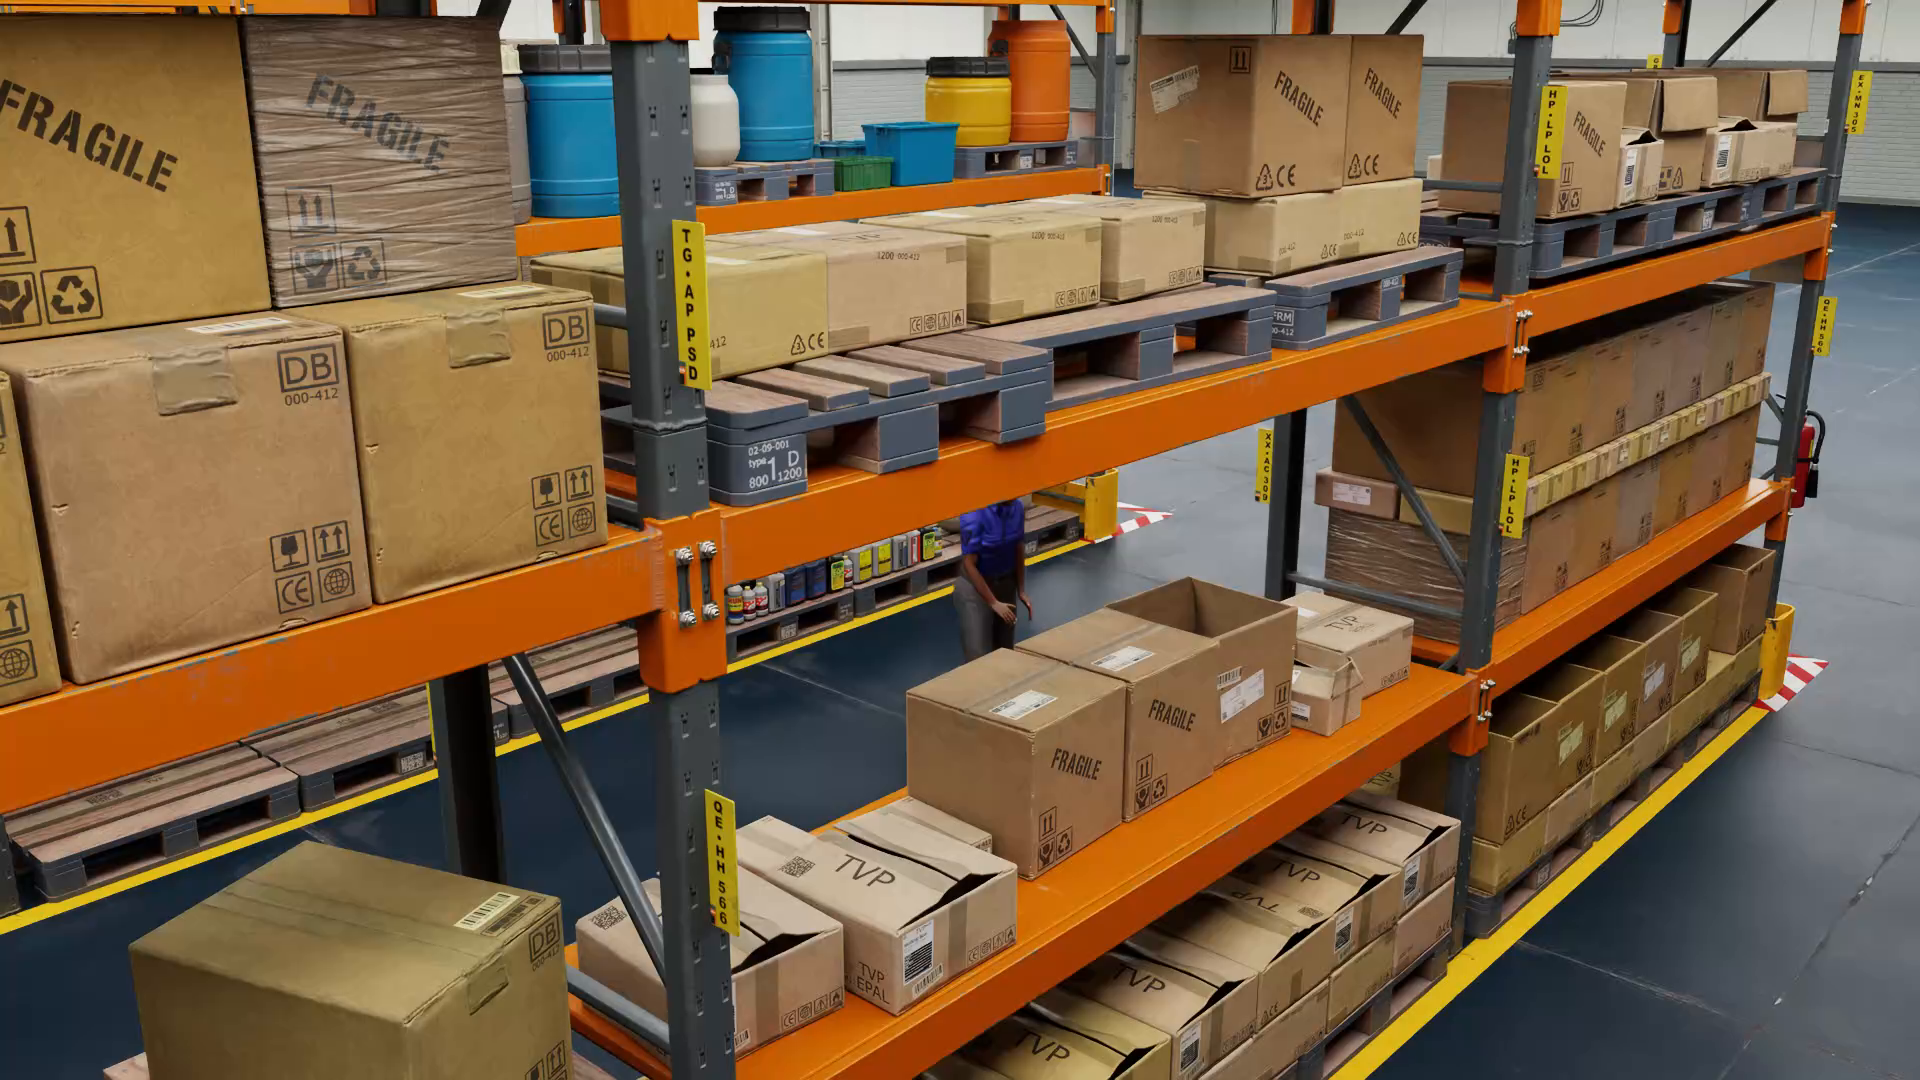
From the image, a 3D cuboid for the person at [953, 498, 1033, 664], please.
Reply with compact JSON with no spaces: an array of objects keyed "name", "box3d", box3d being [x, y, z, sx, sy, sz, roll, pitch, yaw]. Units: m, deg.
[{"name":"person","box3d":[0.203,0.367,8.923,0.472,1.680,0.530,-15,22,-40]}]
